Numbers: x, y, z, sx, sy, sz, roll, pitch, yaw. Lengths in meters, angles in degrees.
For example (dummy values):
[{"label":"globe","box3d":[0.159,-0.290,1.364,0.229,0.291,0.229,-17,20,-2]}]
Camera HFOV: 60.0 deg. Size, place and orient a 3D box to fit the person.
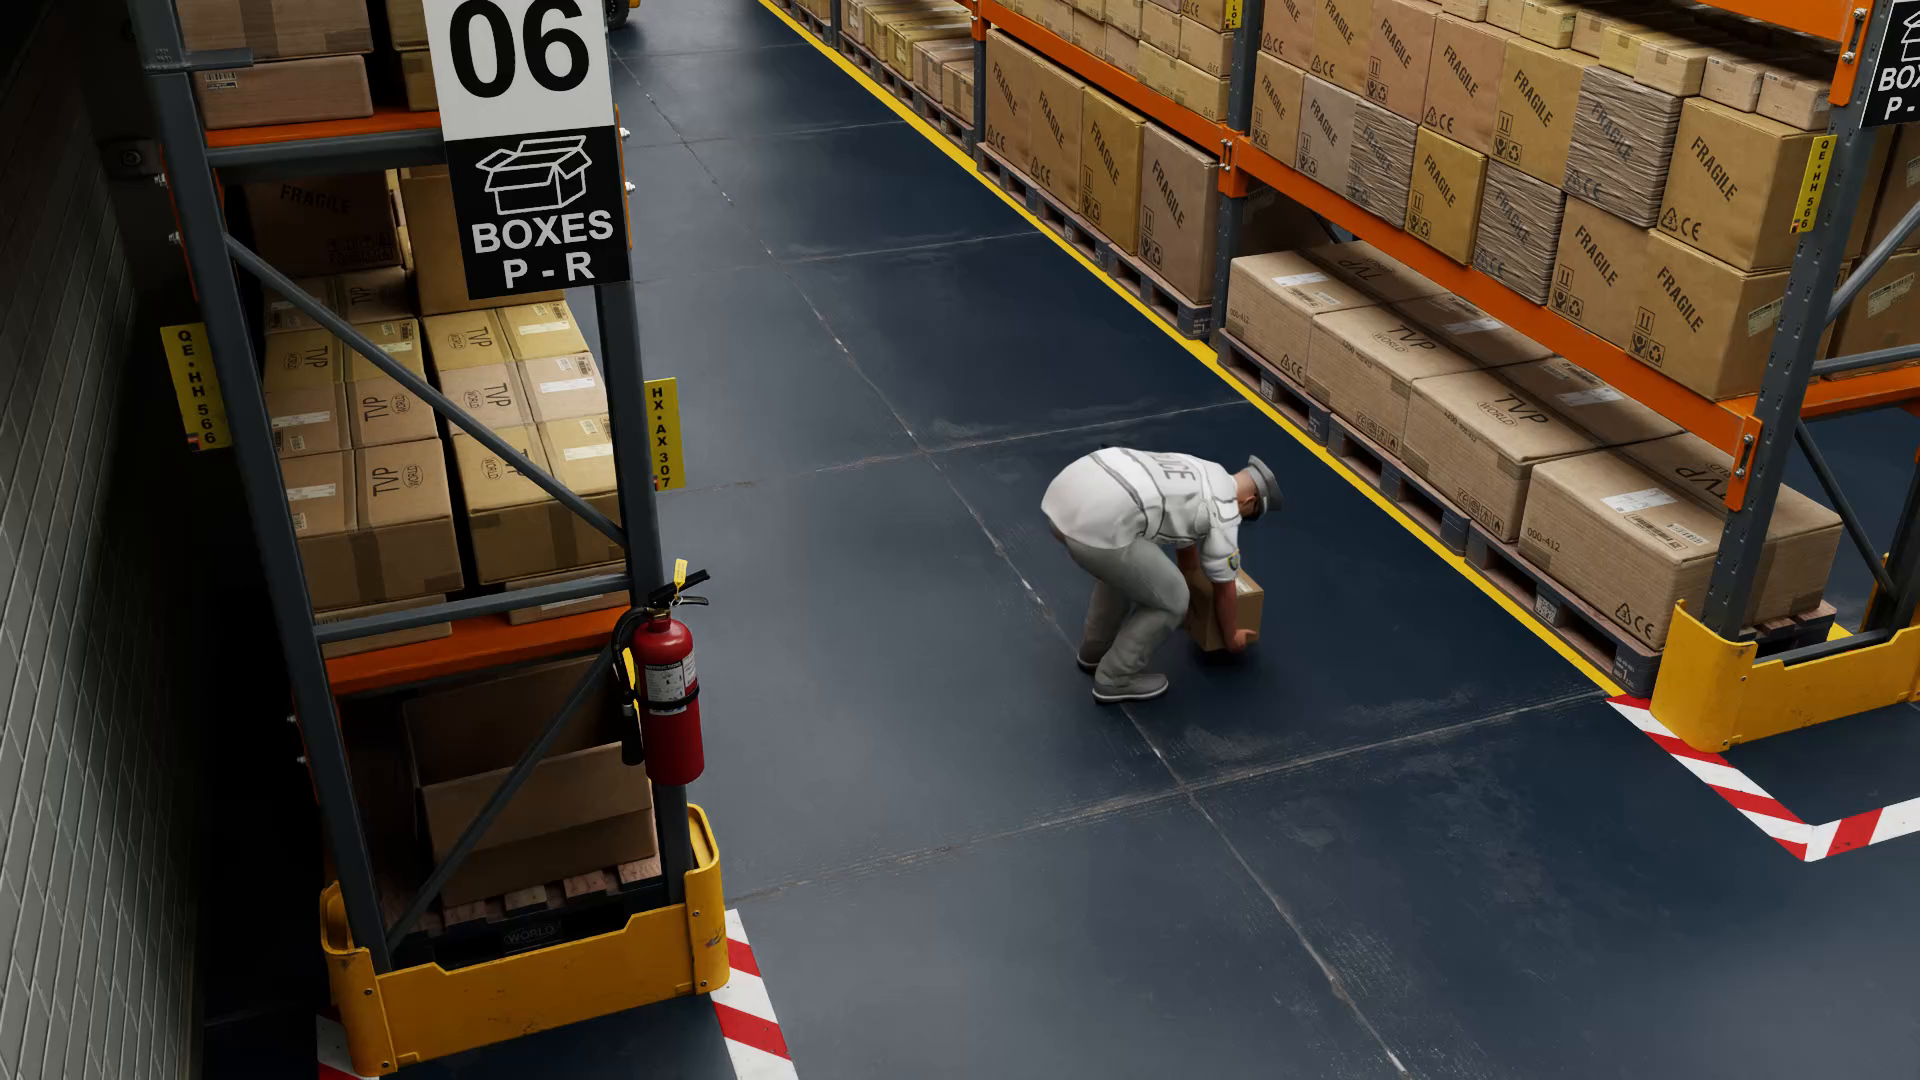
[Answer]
[{"label":"person","box3d":[0.829,0.087,6.710,1.030,1.020,0.515,-12,32,-20]}]
